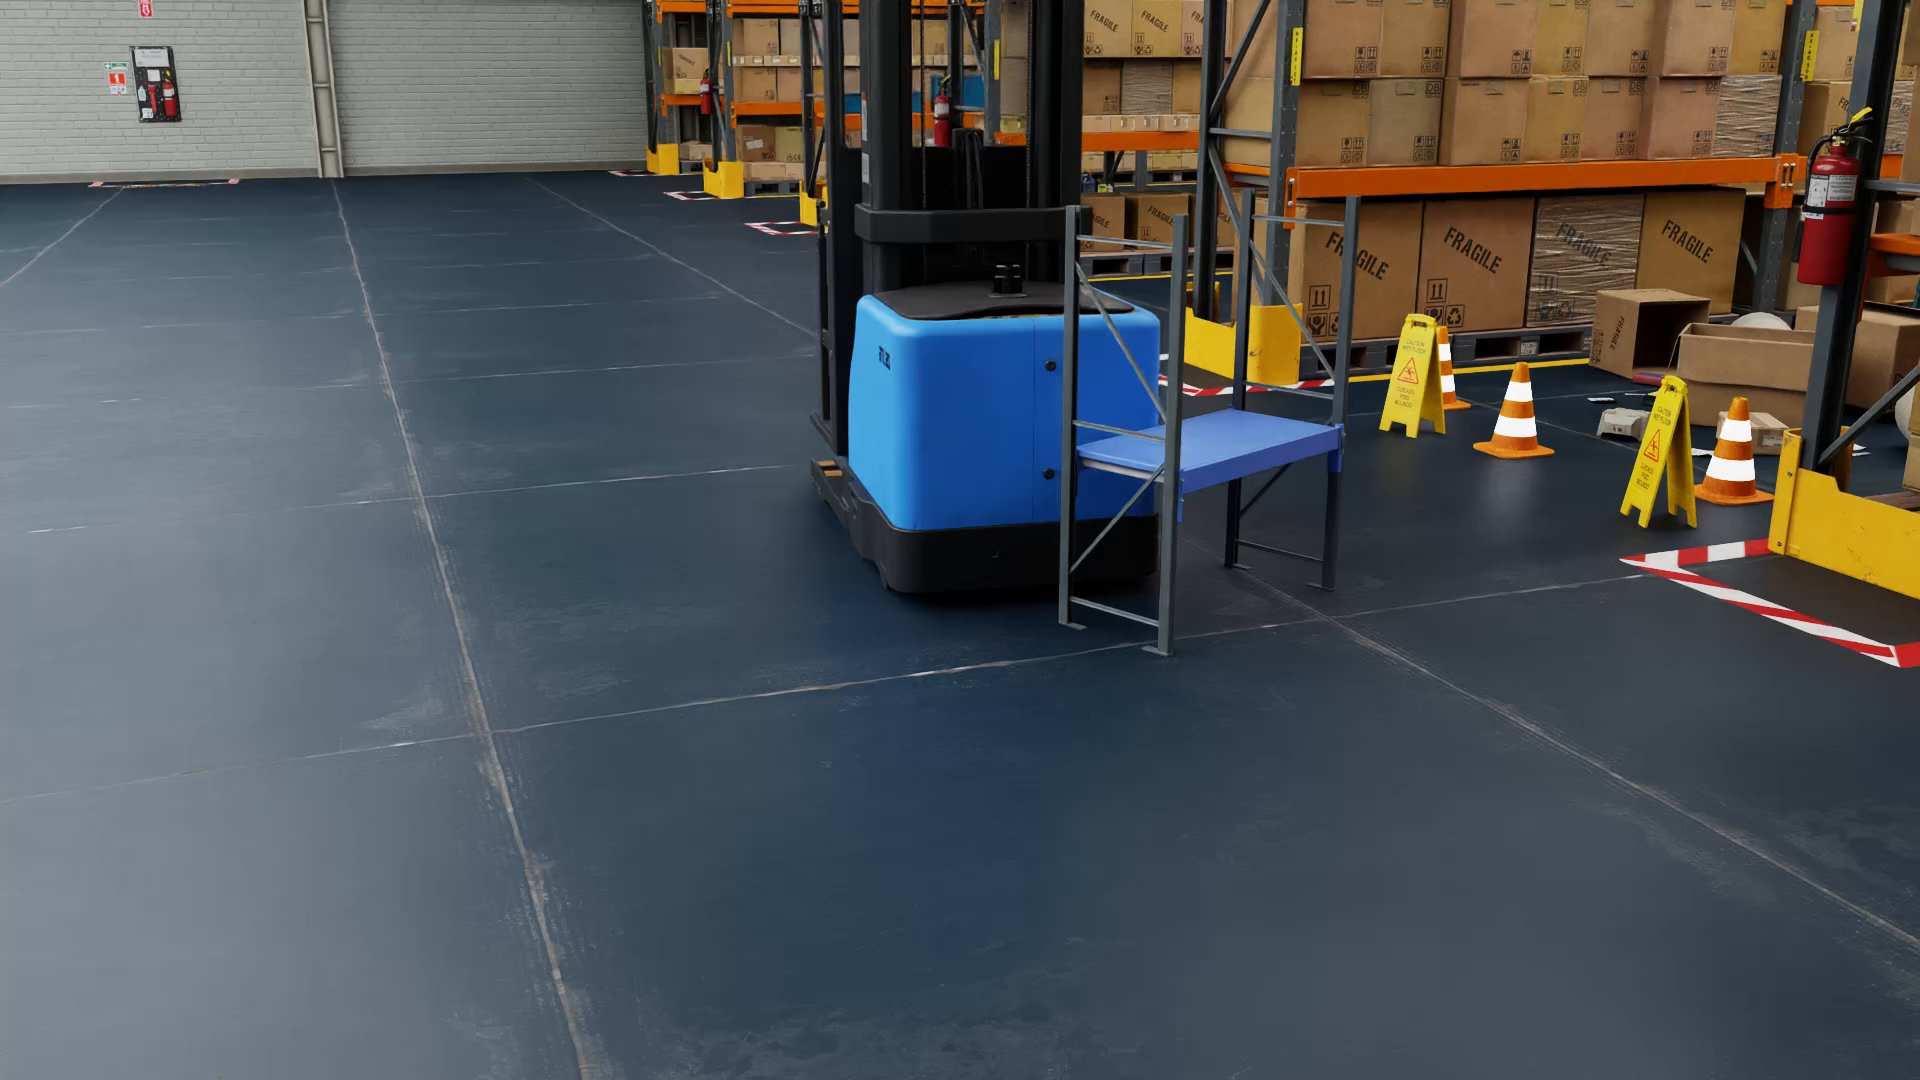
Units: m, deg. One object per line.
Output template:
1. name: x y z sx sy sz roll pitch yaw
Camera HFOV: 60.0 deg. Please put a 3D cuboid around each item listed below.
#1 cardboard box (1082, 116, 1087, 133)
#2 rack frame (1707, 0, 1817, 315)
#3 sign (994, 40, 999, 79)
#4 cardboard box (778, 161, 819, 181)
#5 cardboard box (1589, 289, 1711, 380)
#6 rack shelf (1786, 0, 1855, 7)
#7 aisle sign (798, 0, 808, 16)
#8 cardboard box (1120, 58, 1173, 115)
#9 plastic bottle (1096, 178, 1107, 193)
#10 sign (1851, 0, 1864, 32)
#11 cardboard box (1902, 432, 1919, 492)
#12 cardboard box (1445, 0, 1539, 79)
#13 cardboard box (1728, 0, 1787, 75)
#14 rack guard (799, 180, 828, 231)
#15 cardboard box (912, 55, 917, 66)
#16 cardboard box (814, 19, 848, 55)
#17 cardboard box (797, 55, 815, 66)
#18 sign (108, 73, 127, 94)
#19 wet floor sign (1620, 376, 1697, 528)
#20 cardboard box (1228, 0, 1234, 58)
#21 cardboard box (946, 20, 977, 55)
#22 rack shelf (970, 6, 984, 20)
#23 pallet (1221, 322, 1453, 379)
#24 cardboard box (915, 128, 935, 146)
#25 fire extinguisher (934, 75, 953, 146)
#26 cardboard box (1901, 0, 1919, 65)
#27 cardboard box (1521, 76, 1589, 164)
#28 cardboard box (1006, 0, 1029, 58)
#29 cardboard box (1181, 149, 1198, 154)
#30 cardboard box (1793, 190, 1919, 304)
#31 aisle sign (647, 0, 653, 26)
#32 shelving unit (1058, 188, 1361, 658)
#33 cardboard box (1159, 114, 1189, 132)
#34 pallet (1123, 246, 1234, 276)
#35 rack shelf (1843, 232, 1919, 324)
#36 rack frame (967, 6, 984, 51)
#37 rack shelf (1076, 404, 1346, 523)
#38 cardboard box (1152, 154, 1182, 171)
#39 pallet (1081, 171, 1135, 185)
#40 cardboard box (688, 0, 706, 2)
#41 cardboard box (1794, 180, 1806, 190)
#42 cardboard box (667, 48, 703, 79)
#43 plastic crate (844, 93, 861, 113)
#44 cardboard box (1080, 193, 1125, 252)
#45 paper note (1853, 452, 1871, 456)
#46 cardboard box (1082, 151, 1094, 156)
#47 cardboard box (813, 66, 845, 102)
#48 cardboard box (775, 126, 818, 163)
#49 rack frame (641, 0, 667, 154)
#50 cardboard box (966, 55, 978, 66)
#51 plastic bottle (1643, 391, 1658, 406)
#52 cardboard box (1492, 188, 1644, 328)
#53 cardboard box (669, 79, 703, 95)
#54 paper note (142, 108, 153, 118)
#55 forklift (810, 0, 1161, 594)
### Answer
1. cardboard box: 0.951 -3.760 15.024 0.250 0.149 0.380 -6 17 -20
2. rack frame: 5.536 -2.961 11.858 0.127 3.000 1.000 -6 17 -20
3. sign: 0.314 -4.146 14.355 0.005 0.325 0.100 -6 17 -20
4. cardboard box: -2.375 -5.409 24.328 0.500 0.250 0.500 -6 17 -20
5. cardboard box: 4.453 -1.336 10.758 0.500 0.500 0.500 -3 17 -11
6. rack shelf: 11.421 -7.682 23.886 4.000 0.370 1.077 -6 17 -20
7. aisle sign: -1.826 -6.494 19.276 0.004 0.787 0.394 -6 17 -20
8. cardboard box: 1.550 -4.233 15.484 0.500 0.500 0.875 -6 17 -20
9. plastic bottle: 1.752 -4.352 20.634 0.133 0.283 0.061 -5 17 -17
10. sign: 3.486 -2.121 6.381 0.005 0.325 0.100 -6 17 -20
11. cardboard box: 4.347 -0.303 6.940 0.500 0.250 0.500 -6 17 -20
12. cardboard box: 3.213 -3.276 10.746 0.550 0.550 0.875 -6 17 -20
13. cardboard box: 5.179 -3.523 11.589 0.550 0.550 0.875 -6 17 -20
14. rack guard: -1.598 -3.997 19.822 0.348 0.500 1.175 -6 17 -20
15. cardboard box: -0.814 -7.056 24.475 0.250 0.149 0.380 -6 17 -20
16. cardboard box: -1.972 -7.305 24.170 0.500 0.500 0.700 -6 17 -20
17. cardboard box: -2.262 -6.899 23.939 0.250 0.149 0.380 -6 18 -21
18. sign: -13.330 -7.225 26.316 0.234 0.329 0.001 -6 17 -20
19. wet floor sign: 3.106 -0.398 7.310 0.232 0.644 0.267 0 16 -1
20. cardboard box: 2.600 -4.728 15.395 0.500 0.500 0.500 -6 17 -20
21. cardboard box: -0.098 -7.507 24.859 0.500 0.500 0.700 -6 17 -20
22. rack shelf: 2.182 -8.179 25.579 4.000 0.370 1.077 -6 17 -20
23. pallet: 2.519 -1.321 11.222 1.213 0.211 1.003 -6 17 -20
24. cardboard box: -0.512 -5.974 24.920 0.500 0.500 0.500 -6 17 -20
25. fire extinguisher: -0.152 -3.946 15.348 0.183 0.674 0.296 -6 17 -20
26. cardboard box: 4.065 -2.045 6.259 0.500 0.500 0.700 -7 18 -21
27. cardboard box: 3.685 -2.828 11.139 0.500 0.550 0.875 -6 17 -20
28. cardboard box: 0.731 -4.527 14.711 0.500 0.500 0.500 -6 17 -20
29. cardboard box: 3.648 -6.320 26.436 0.500 0.311 0.500 -6 17 -19
30. cardboard box: 6.985 -2.266 12.737 0.750 0.750 1.050 -6 17 -20
31. aisle sign: -5.157 -8.944 27.618 0.004 0.787 0.394 -6 17 -20
32. shelving unit: 0.905 -0.470 6.036 0.538 1.500 1.048 16 22 42
33. cardboard box: 1.907 -3.844 15.311 0.250 0.149 0.380 -6 17 -20
34. pallet: 2.100 -2.737 16.045 1.213 0.211 1.003 -6 17 -20
35. rack shelf: 5.534 -1.122 6.873 4.000 0.370 1.077 -6 17 -20
36. rack frame: 0.314 -6.883 25.214 0.127 3.000 1.000 -6 17 -20
37. rack shelf: 0.905 -0.297 6.087 0.538 0.185 1.000 16 22 42
38. cardboard box: 3.165 -5.998 26.336 0.500 0.250 0.500 -6 18 -21
39. pallet: 2.129 -5.754 26.317 1.213 0.211 1.003 -6 17 -20
40. cardboard box: -4.281 -9.292 27.881 0.500 0.500 0.500 -5 17 -16
41. cardboard box: 9.077 -4.014 18.468 0.875 0.875 1.225 -6 17 -20
42. cardboard box: -4.644 -8.049 28.085 0.500 0.500 0.500 -6 17 -20
43. plastic crate: -1.292 -5.234 19.862 0.616 0.251 0.499 -6 17 -20
44. cardboard box: 1.255 -3.003 15.692 0.500 0.500 0.500 -2 16 -6
45. paper note: 4.652 -0.445 8.595 0.123 0.001 0.032 -6 17 -20
46. cardboard box: 1.741 -6.112 25.728 0.500 0.311 0.500 -7 18 -22
47. cardboard box: -2.026 -6.674 24.325 0.500 0.500 0.700 -6 17 -20
48. cardboard box: -2.375 -5.768 24.221 0.500 0.500 0.500 -6 17 -20
49. rack frame: -5.197 -7.783 28.277 0.127 3.000 1.000 -6 17 -20
50. cardboard box: 0.137 -7.159 24.823 0.250 0.149 0.380 -6 17 -20
51. plastic bottle: 4.179 -0.843 9.861 0.283 0.061 0.133 -14 21 -39
52. cardboard box: 4.083 -2.006 11.632 0.875 0.875 0.875 -6 17 -20
53. cardboard box: -4.628 -7.686 28.179 0.500 0.250 0.500 -7 18 -22
54. paper note: -12.967 -6.815 26.544 0.142 0.148 0.016 -6 17 -20
55. forklift: -0.079 -1.581 7.281 1.130 2.935 3.031 -4 17 -13
